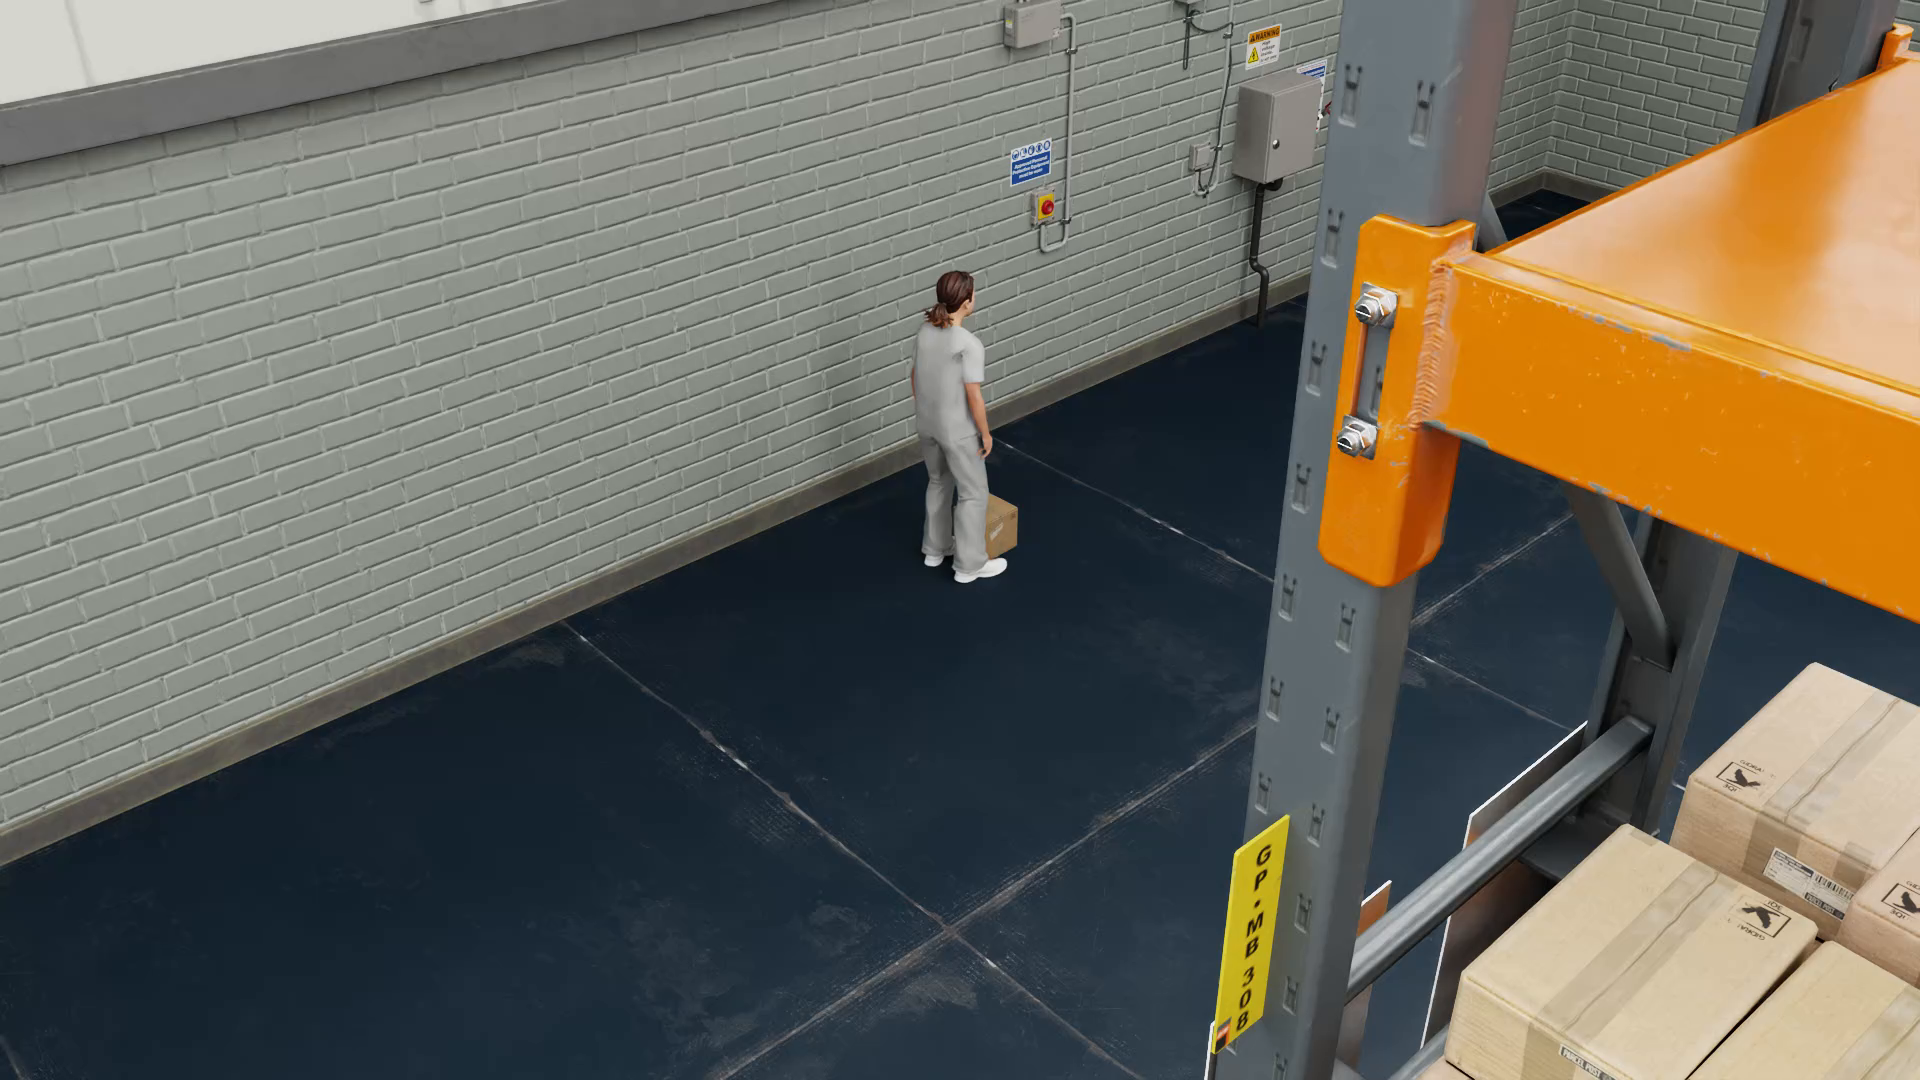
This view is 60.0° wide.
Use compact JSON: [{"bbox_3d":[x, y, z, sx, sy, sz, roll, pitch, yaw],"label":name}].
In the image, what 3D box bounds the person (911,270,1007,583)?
[{"bbox_3d":[-0.031,-0.580,8.572,0.511,1.671,0.362,27,41,36],"label":"person"}]
